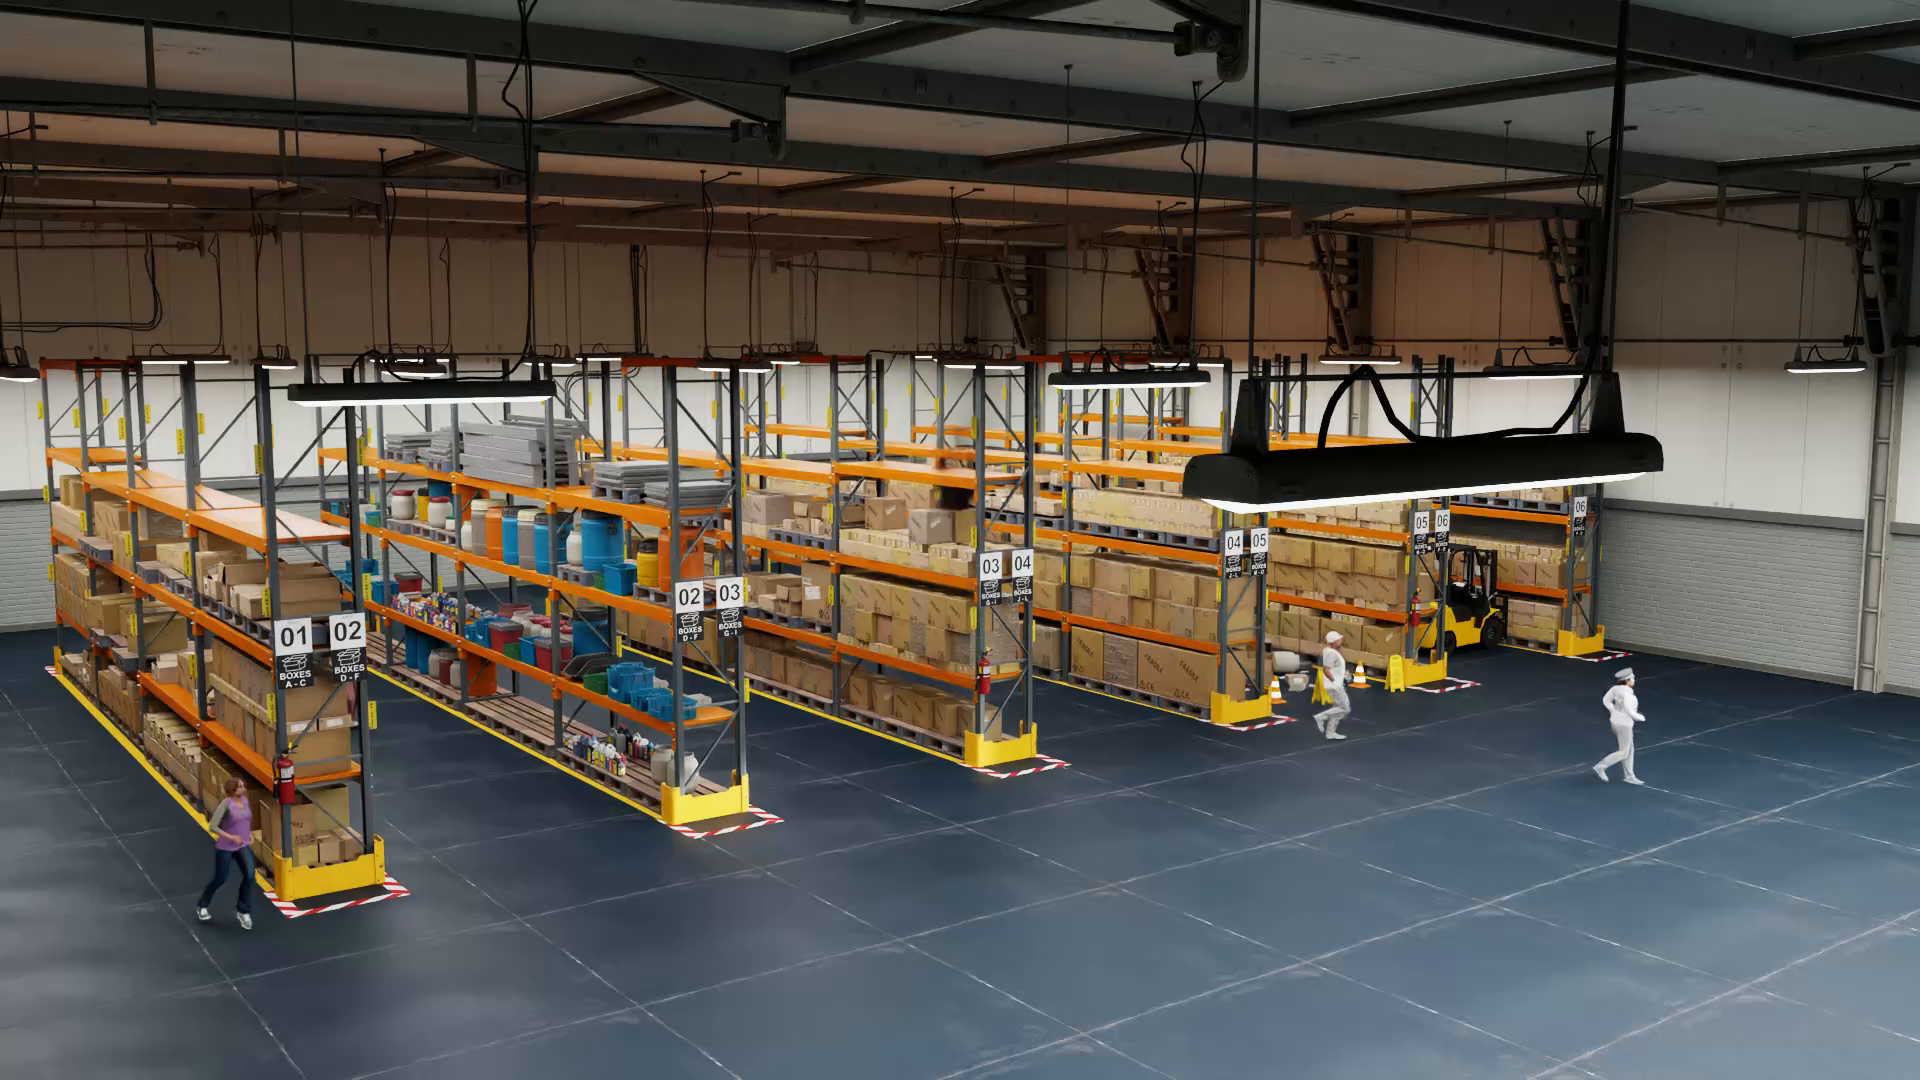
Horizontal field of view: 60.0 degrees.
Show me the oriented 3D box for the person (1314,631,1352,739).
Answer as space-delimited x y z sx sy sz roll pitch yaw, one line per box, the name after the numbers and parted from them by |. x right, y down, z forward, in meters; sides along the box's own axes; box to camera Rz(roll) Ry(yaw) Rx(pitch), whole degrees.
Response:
5.926 2.309 26.393 0.599 1.735 0.687 1 7 7 | person

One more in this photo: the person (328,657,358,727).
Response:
-10.080 2.245 27.362 0.579 1.616 0.578 6 9 43 | person

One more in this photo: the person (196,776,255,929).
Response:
-7.928 3.379 18.151 0.723 1.608 0.608 4 8 28 | person

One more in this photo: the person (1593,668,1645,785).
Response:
9.402 2.661 23.707 0.784 1.705 0.640 0 7 -2 | person
